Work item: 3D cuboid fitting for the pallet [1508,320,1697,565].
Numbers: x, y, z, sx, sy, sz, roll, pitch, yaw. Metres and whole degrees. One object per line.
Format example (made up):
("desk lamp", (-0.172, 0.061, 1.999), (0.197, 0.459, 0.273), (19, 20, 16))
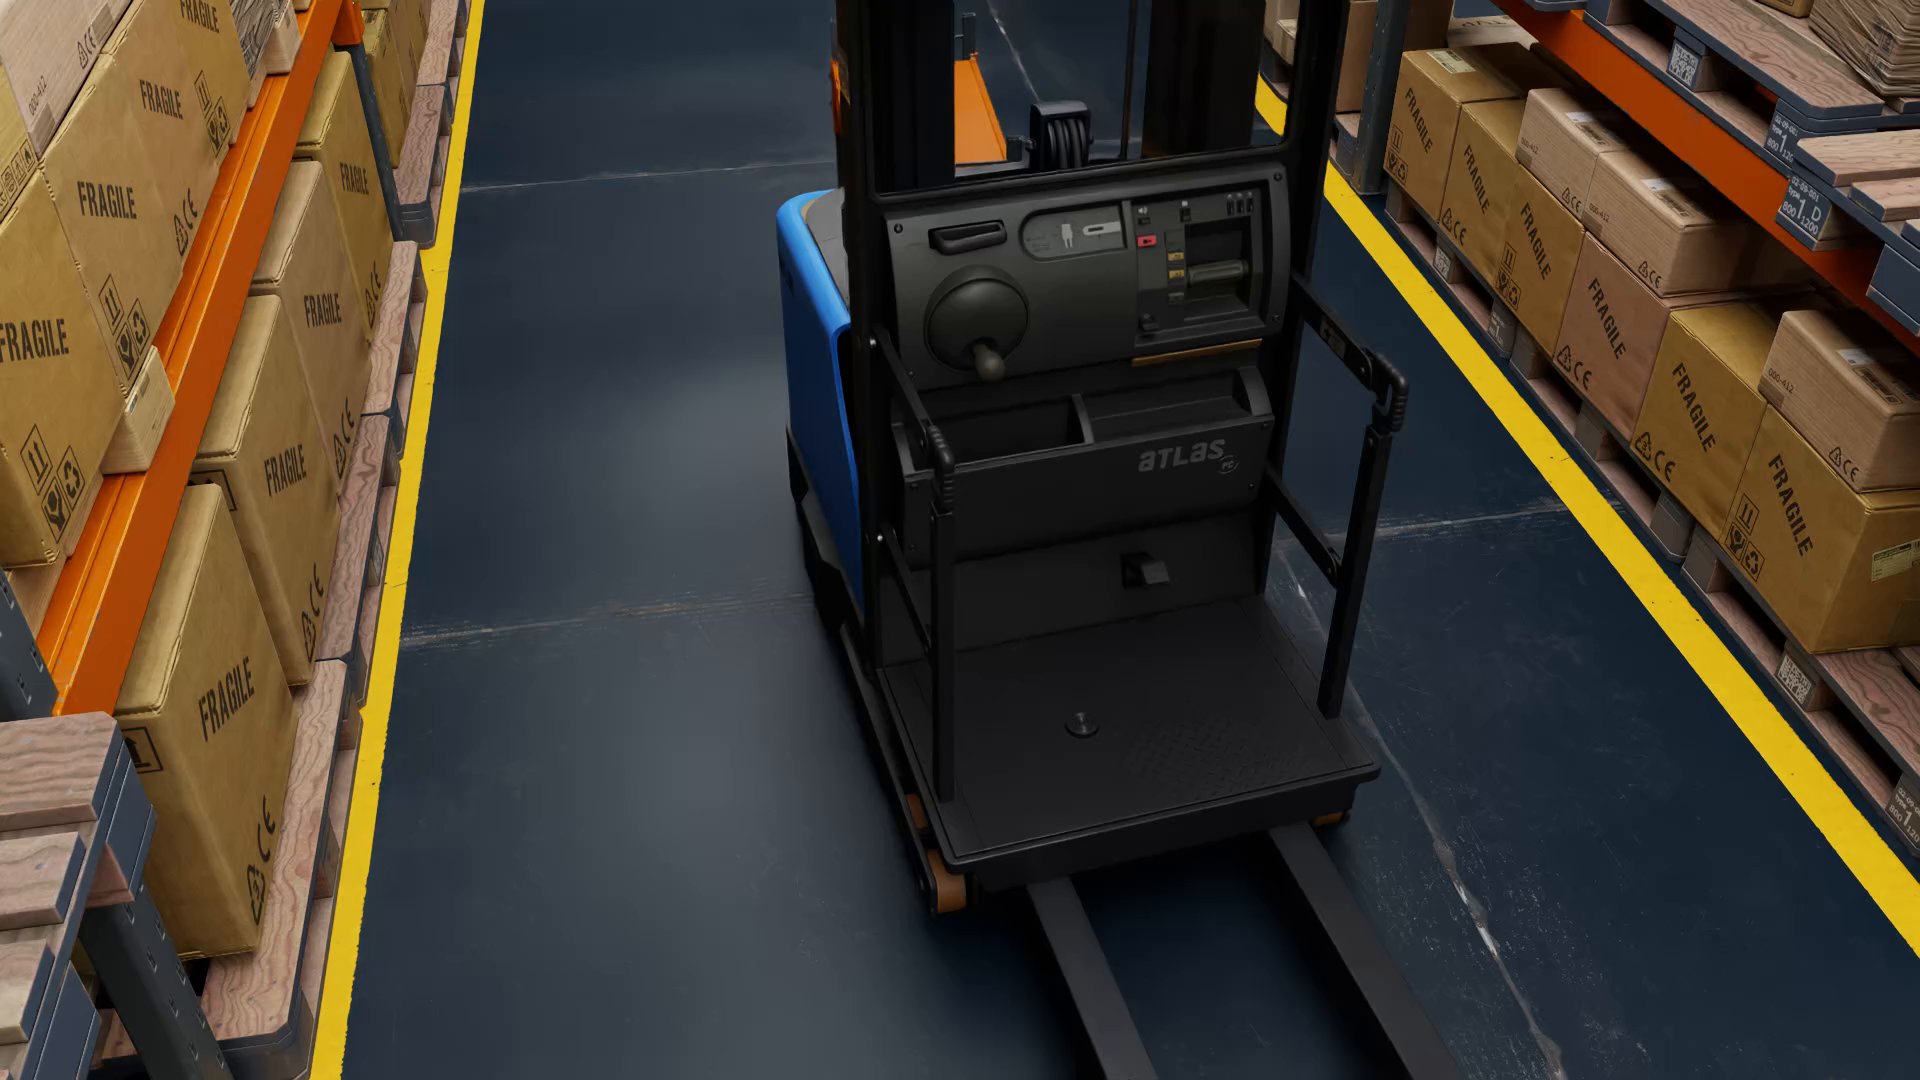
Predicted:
("pallet", (2.593, -0.419, 5.618), (1.003, 0.211, 1.213), (-6, 38, -8))

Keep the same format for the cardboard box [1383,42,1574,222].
("cardboard box", (2.041, -1.615, 6.562), (0.500, 0.500, 0.500), (-8, 39, -10))

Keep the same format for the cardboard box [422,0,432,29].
("cardboard box", (-2.984, -2.788, 8.089), (0.700, 0.500, 0.500), (-7, 38, -9))

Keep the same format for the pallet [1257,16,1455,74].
("pallet", (1.859, -2.798, 8.680), (1.003, 0.211, 1.213), (-6, 38, -8))

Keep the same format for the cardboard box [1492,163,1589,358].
("cardboard box", (2.226, -0.991, 5.759), (0.500, 0.500, 0.500), (-6, 38, -7))

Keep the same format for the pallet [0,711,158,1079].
("pallet", (-1.749, 0.700, 2.061), (1.213, 0.211, 1.003), (-6, 38, -8))

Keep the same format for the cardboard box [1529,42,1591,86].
("cardboard box", (2.565, -1.666, 6.628), (0.500, 0.500, 0.500), (-6, 38, -8))

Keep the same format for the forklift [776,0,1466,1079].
("forklift", (0.360, -0.518, 3.528), (1.130, 2.935, 3.031), (-10, 39, -13))

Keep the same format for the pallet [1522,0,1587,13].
("pallet", (2.229, -2.176, 5.763), (1.003, 0.211, 1.213), (-6, 38, -8))

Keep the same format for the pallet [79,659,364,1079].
("pallet", (-2.043, 0.822, 4.020), (1.003, 0.211, 1.213), (-6, 38, -8))

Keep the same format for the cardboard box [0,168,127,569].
("cardboard box", (-1.812, -0.281, 2.826), (0.500, 0.500, 0.500), (-5, 38, -7))

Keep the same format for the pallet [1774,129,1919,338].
("pallet", (2.709, -0.656, 3.806), (1.213, 0.211, 1.003), (-6, 38, -8))

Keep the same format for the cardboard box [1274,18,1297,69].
("cardboard box", (1.692, -2.328, 7.767), (0.380, 0.149, 0.250), (-6, 38, -8))

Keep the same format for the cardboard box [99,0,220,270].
("cardboard box", (-1.981, -0.898, 3.621), (0.500, 0.500, 0.500), (-6, 38, -8))

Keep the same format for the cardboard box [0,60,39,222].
("cardboard box", (-1.810, -0.576, 2.594), (0.500, 0.250, 0.500), (-5, 38, -7))

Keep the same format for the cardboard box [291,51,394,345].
("cardboard box", (-2.438, -1.150, 5.695), (0.750, 0.750, 0.750), (-6, 38, -7))

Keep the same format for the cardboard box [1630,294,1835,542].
("cardboard box", (2.412, -0.369, 4.959), (0.500, 0.500, 0.500), (-8, 38, -10))

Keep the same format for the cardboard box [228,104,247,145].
("cardboard box", (-2.163, -1.174, 4.505), (0.380, 0.149, 0.250), (-7, 38, -9))

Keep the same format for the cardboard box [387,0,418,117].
("cardboard box", (-2.795, -2.156, 7.276), (0.700, 0.500, 0.500), (-7, 38, -8))

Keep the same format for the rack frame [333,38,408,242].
("rack frame", (-2.680, -2.211, 5.651), (1.000, 3.000, 0.127), (-6, 38, -8))

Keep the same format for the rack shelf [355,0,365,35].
("rack shelf", (-3.031, -3.135, 7.427), (1.077, 0.370, 4.000), (-6, 38, -8))

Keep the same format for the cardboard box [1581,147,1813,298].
("cardboard box", (2.305, -1.004, 5.165), (0.500, 0.250, 0.500), (-7, 38, -9))

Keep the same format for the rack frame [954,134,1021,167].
("rack frame", (-0.067, -0.743, 5.290), (0.500, 1.125, 0.032), (-5, 38, -6))

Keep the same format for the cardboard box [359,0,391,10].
("cardboard box", (-2.591, -2.335, 6.977), (0.380, 0.149, 0.250), (-5, 38, -6))

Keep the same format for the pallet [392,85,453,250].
("pallet", (-2.736, -1.578, 7.109), (1.003, 0.211, 1.213), (-6, 38, -8))

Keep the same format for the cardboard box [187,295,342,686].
("cardboard box", (-2.126, -0.100, 4.344), (0.750, 0.750, 0.750), (-6, 38, -8))

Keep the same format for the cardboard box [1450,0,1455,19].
("cardboard box", (2.174, -2.599, 8.102), (0.380, 0.166, 0.250), (-6, 38, -8))

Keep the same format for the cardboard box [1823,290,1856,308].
("cardboard box", (2.919, -0.442, 5.052), (0.500, 0.500, 0.500), (-7, 38, -9))

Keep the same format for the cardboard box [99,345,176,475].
("cardboard box", (-1.807, -0.250, 3.316), (0.380, 0.149, 0.250), (-5, 38, -7))

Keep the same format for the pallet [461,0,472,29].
("pallet", (-3.164, -3.051, 9.006), (1.003, 0.211, 1.213), (-6, 38, -8))

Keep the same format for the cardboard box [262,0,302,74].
("cardboard box", (-2.169, -1.482, 4.901), (0.380, 0.149, 0.250), (-6, 38, -8))

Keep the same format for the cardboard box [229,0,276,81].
("cardboard box", (-2.172, -1.513, 4.412), (0.500, 0.500, 0.500), (-6, 38, -8))

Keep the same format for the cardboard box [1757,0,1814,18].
("cardboard box", (2.567, -1.891, 4.815), (0.700, 0.500, 0.500), (-16, 41, -19))

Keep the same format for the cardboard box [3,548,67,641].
("cardboard box", (-1.809, 0.072, 2.900), (0.380, 0.149, 0.250), (-7, 38, -9))

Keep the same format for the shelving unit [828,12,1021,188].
("shelving unit", (-0.133, -1.052, 5.688), (0.538, 1.125, 1.048), (-5, 38, -6))
